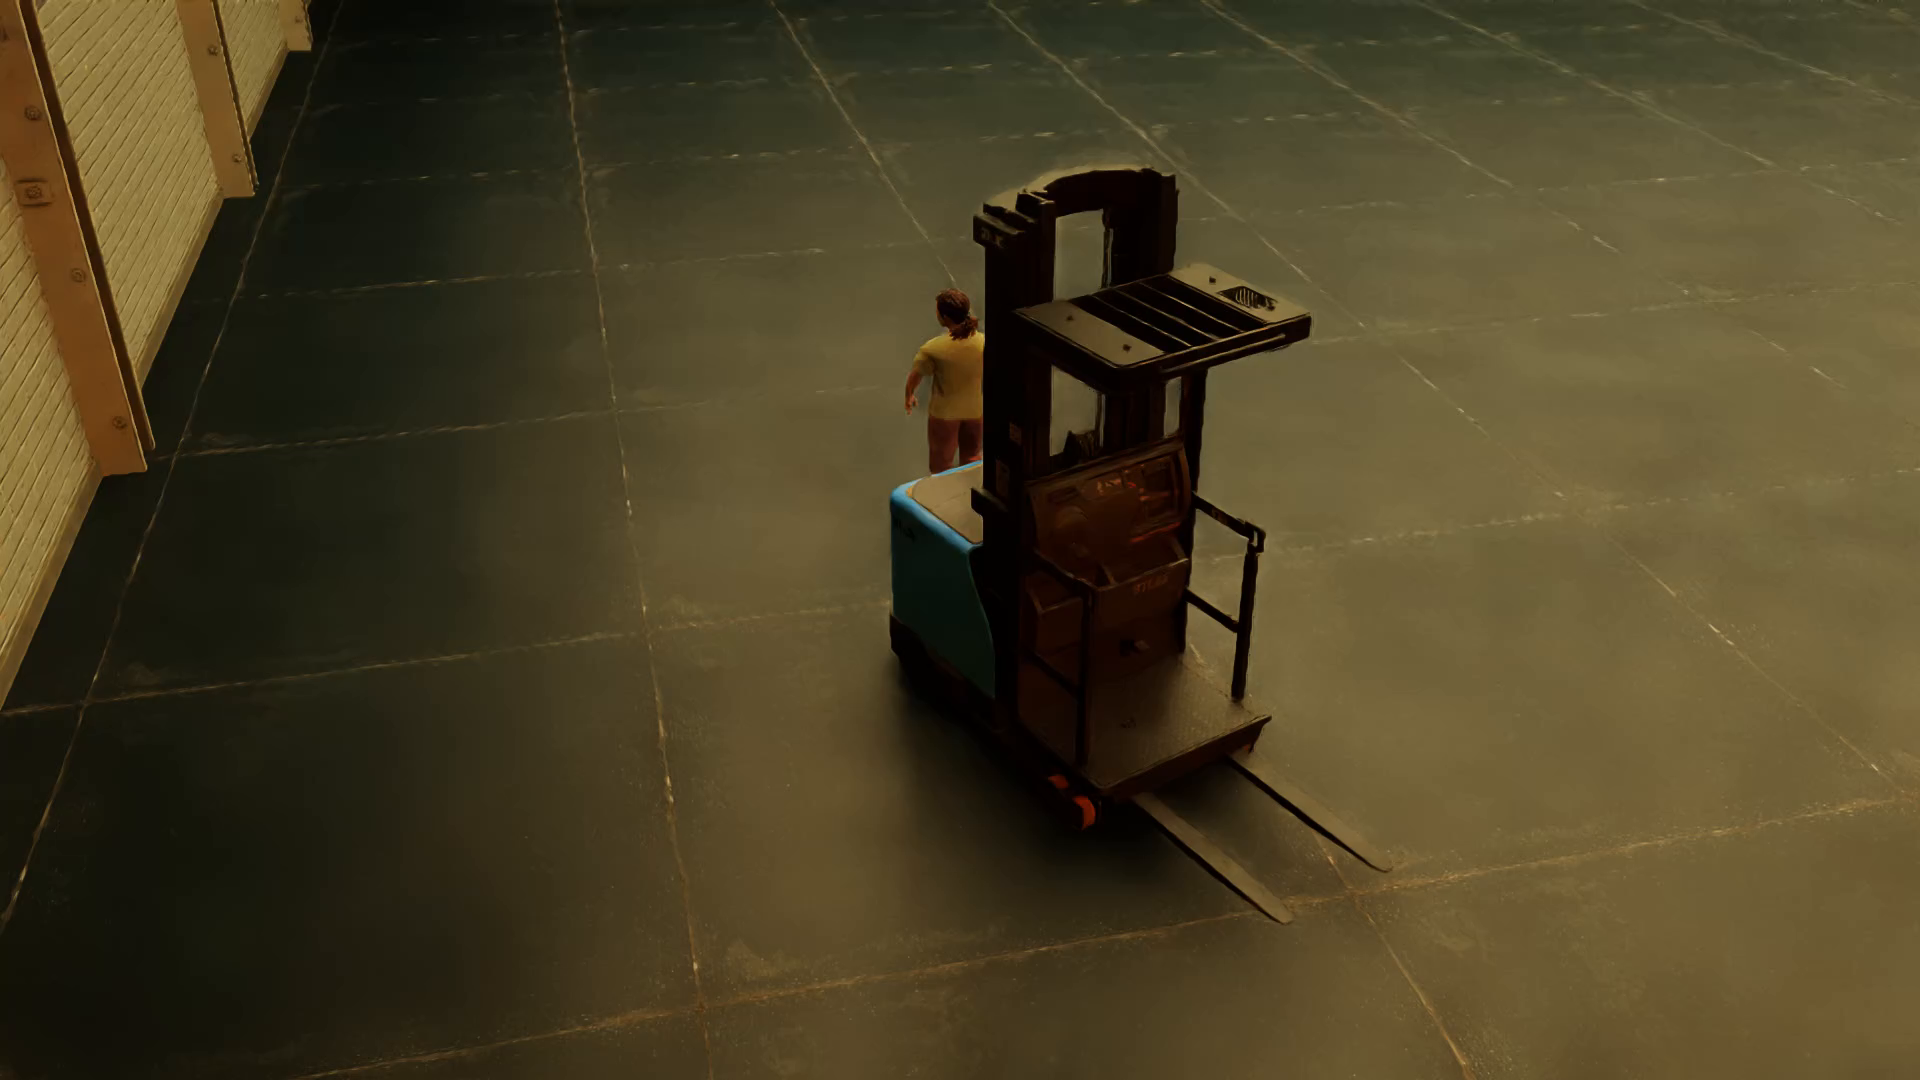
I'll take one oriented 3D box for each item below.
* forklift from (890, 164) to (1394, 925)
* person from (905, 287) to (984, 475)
[{"bbox_3d":[0.845,-0.139,7.814,1.130,2.935,3.031,-18,35,-29],"label":"forklift"},{"bbox_3d":[-0.040,-0.826,10.298,0.586,1.638,0.713,-10,31,-16],"label":"person"}]
